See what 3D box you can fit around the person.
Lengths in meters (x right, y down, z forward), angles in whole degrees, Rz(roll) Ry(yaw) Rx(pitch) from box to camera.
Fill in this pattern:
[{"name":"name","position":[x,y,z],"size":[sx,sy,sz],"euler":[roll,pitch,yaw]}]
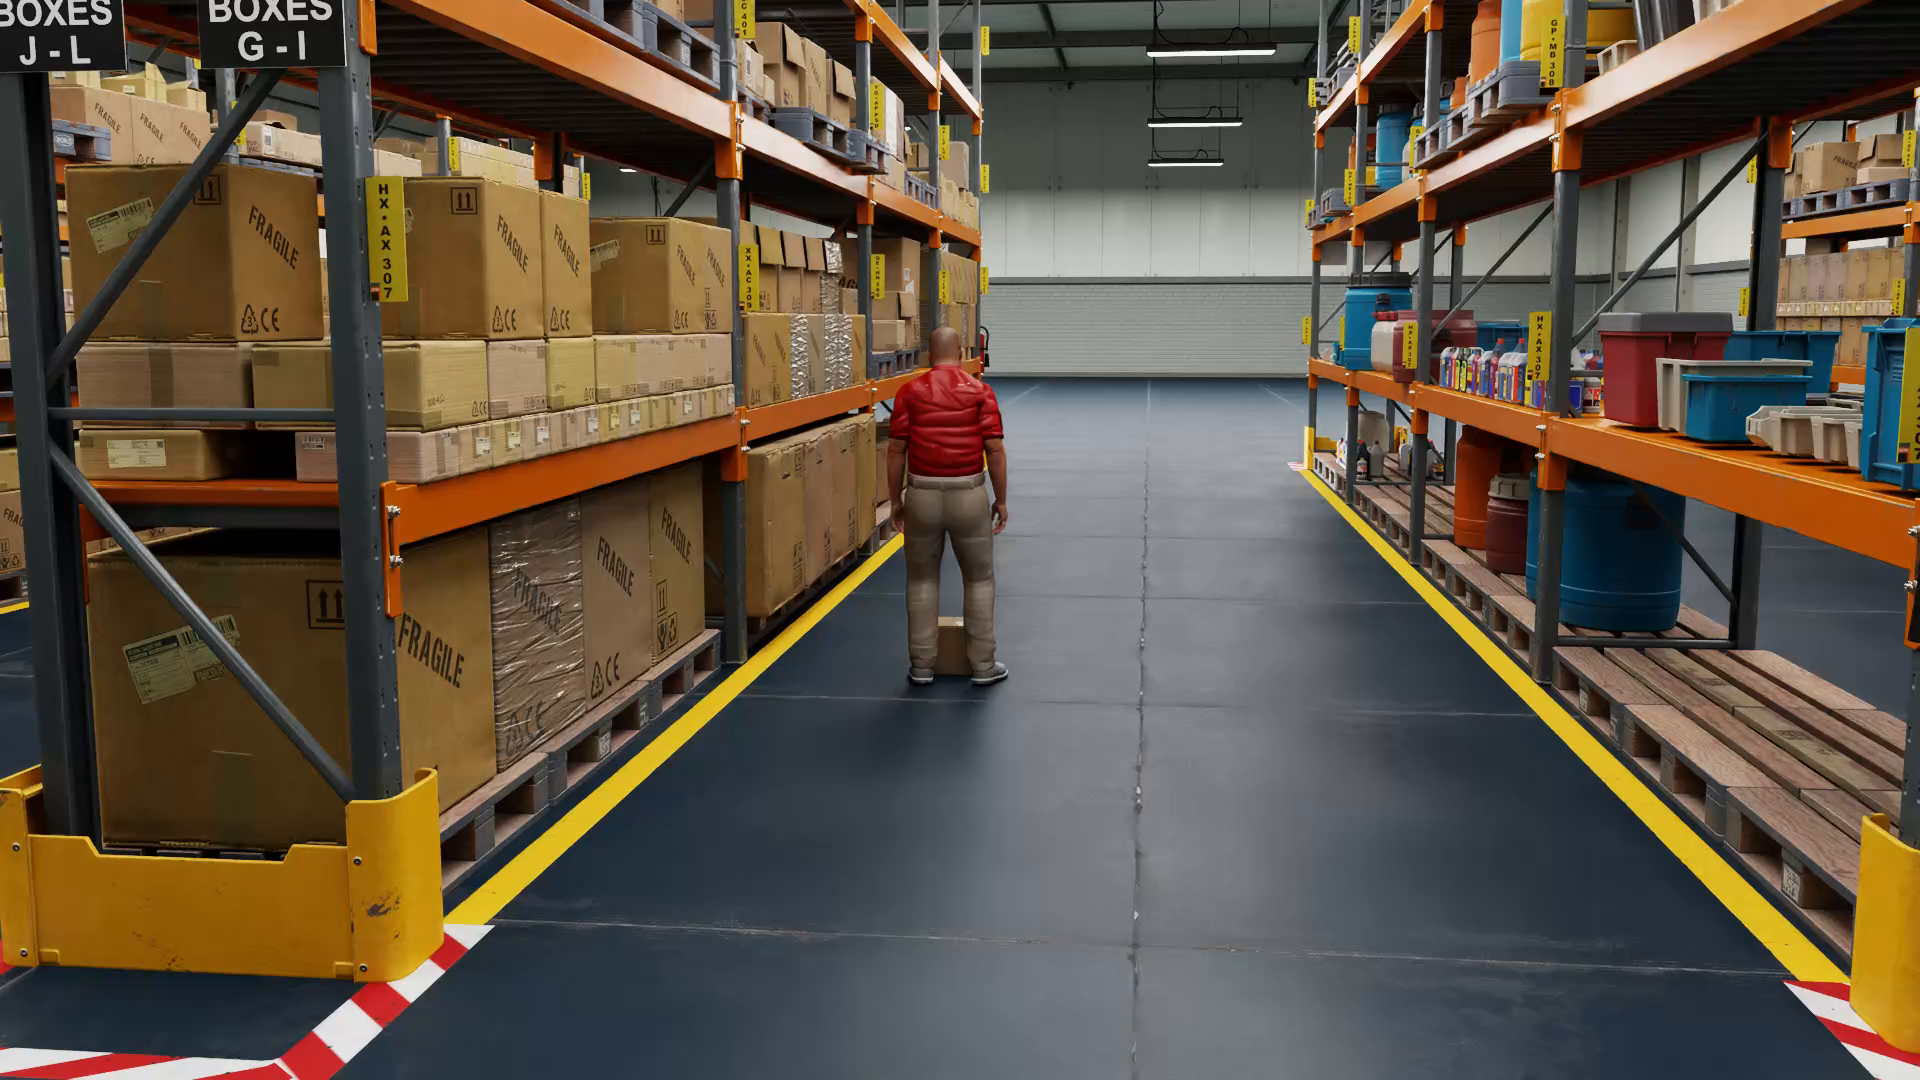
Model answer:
[{"name":"person","position":[-0.054,-0.165,8.089],"size":[0.581,1.727,0.386],"euler":[1,8,7]}]
